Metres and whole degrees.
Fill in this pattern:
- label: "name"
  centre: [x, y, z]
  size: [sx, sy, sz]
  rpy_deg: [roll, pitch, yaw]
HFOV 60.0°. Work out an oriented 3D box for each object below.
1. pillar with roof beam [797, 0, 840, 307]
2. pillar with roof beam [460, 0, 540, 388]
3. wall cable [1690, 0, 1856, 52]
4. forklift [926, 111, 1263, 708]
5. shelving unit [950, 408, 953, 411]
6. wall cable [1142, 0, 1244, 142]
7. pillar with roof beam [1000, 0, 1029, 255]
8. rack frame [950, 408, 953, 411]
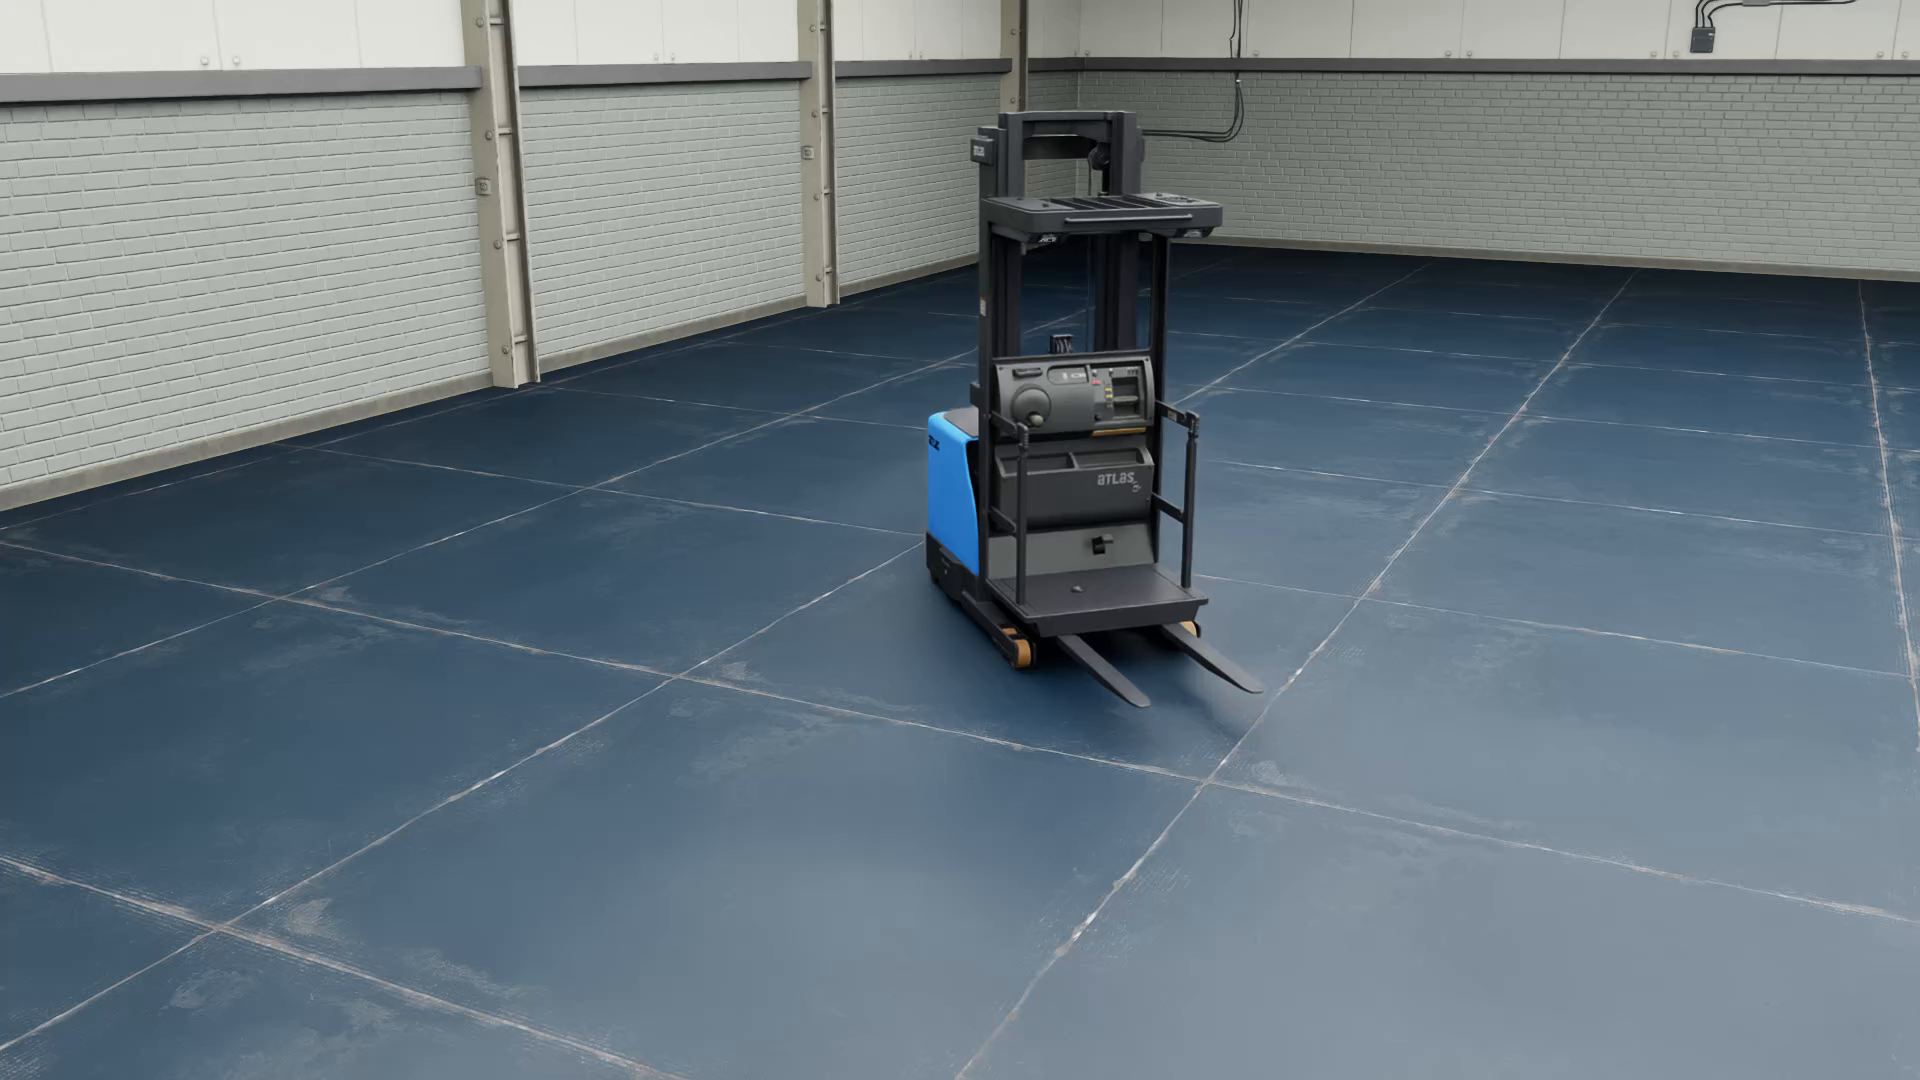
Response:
- label: "pillar with roof beam"
  centre: [2.027, -6.882, 18.891]
  size: [9.100, 9.000, 0.400]
  rpy_deg: [8, 18, 25]
- label: "pillar with roof beam"
  centre: [-0.654, -5.354, 13.745]
  size: [9.100, 9.000, 0.400]
  rpy_deg: [8, 18, 25]
- label: "wall cable"
  centre: [11.842, -9.959, 23.276]
  size: [2.305, 6.003, 0.169]
  rpy_deg: [8, 18, 25]
- label: "forklift"
  centre: [0.719, -0.824, 9.151]
  size: [1.130, 2.935, 3.031]
  rpy_deg: [-5, 17, -17]
- label: "shelving unit"
  centre: [-0.004, -0.429, 11.389]
  size: [0.258, 0.900, 0.210]
  rpy_deg: [8, 18, 25]
- label: "wall cable"
  centre: [3.356, -8.052, 28.282]
  size: [3.097, 2.526, 0.112]
  rpy_deg: [8, 18, 25]
- label: "pillar with roof beam"
  centre: [4.708, -8.411, 24.036]
  size: [9.100, 9.000, 0.400]
  rpy_deg: [8, 18, 25]
- label: "rack frame"
  centre: [0.042, -0.455, 11.476]
  size: [0.240, 0.900, 0.006]
  rpy_deg: [8, 18, 25]
